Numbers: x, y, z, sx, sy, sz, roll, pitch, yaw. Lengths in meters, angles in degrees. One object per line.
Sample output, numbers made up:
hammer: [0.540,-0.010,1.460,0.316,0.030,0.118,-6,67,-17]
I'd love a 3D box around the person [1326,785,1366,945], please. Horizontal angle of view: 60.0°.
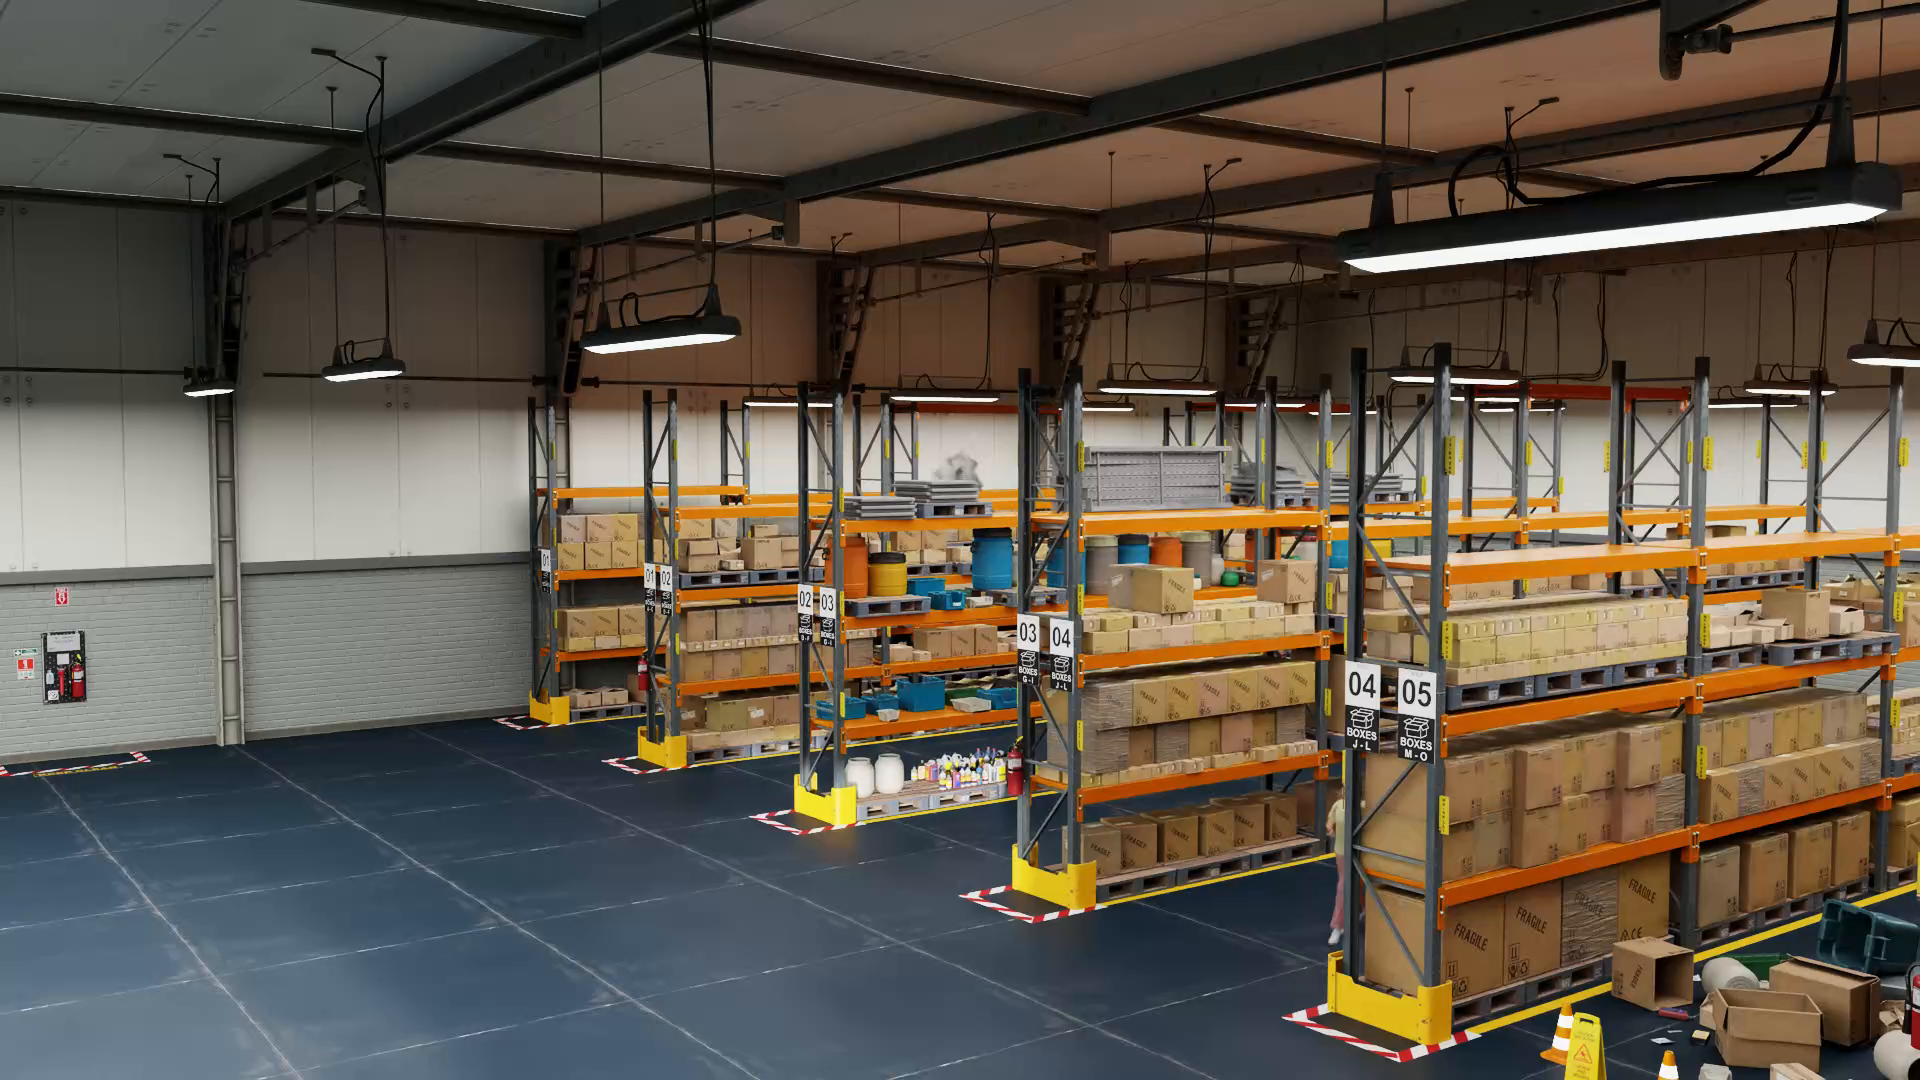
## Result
person: [4.077,3.308,17.403,0.910,1.686,0.578,-3,5,-43]
